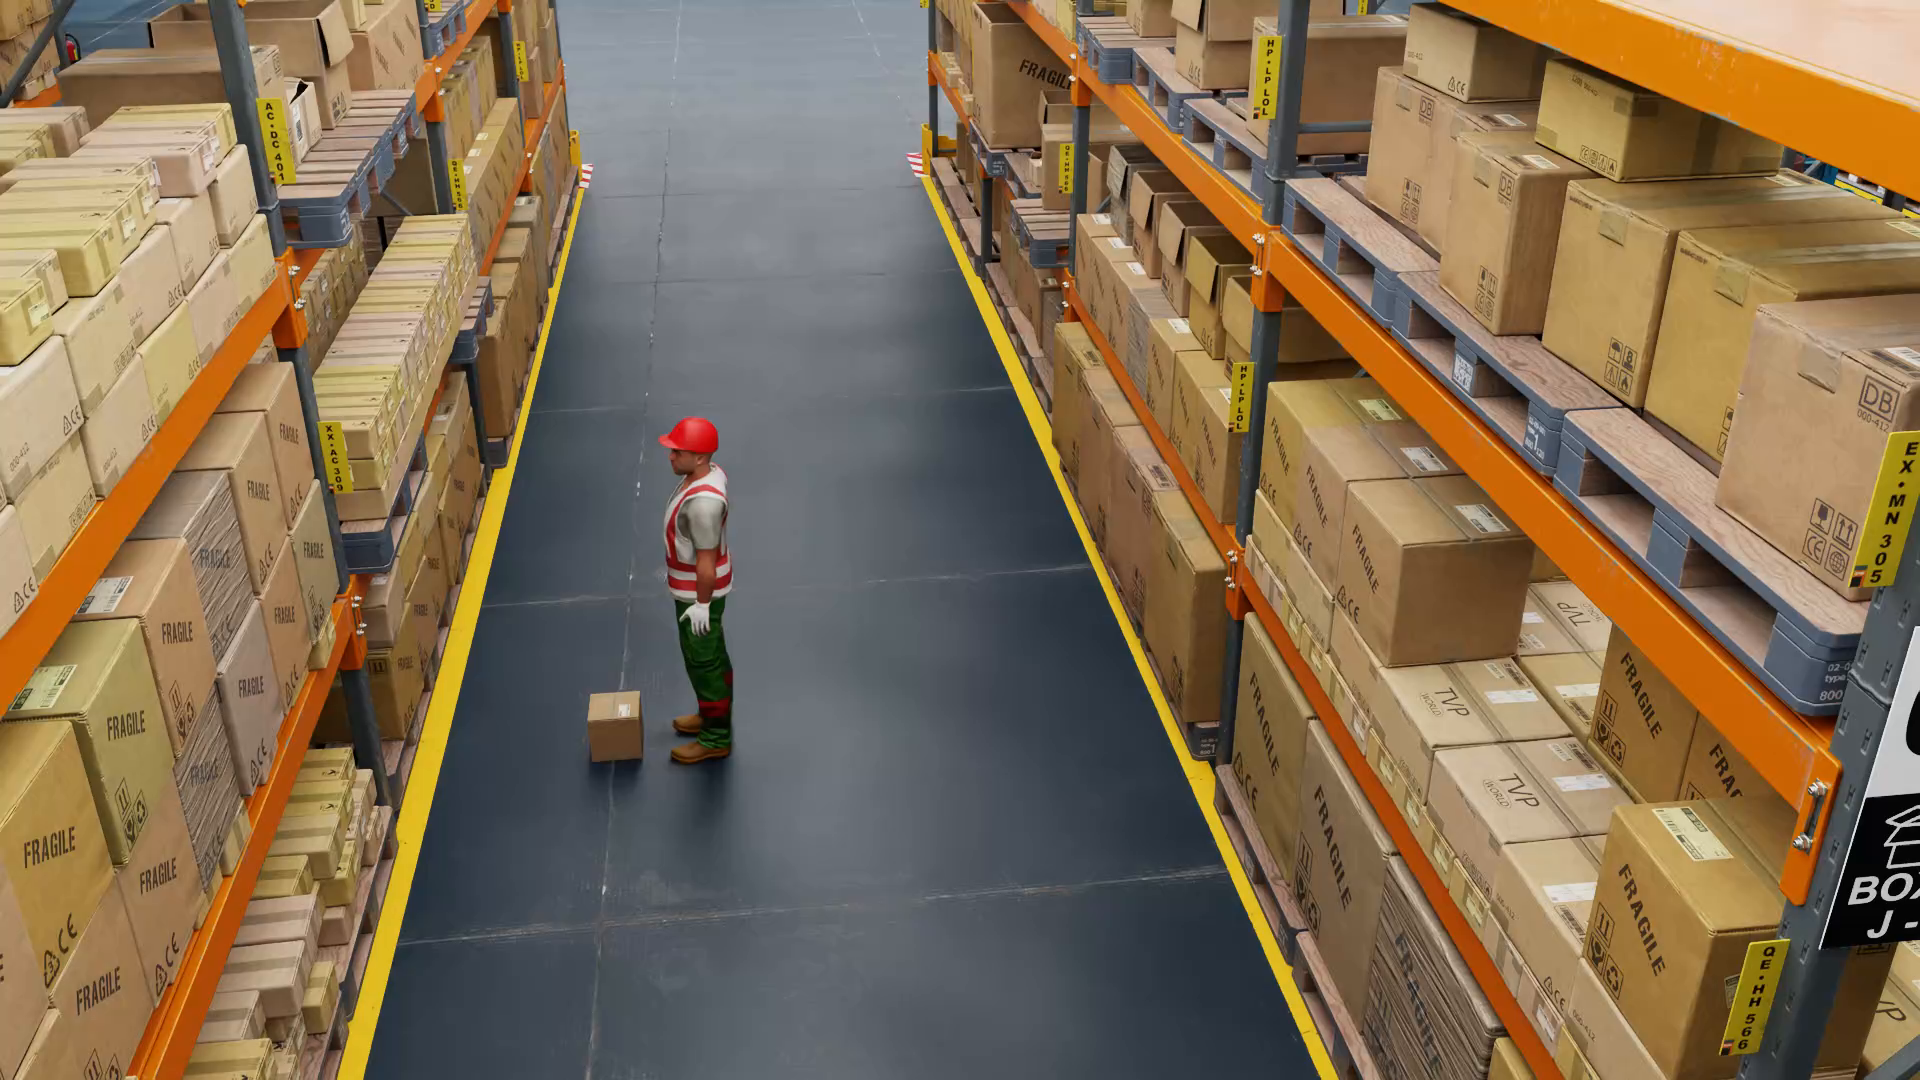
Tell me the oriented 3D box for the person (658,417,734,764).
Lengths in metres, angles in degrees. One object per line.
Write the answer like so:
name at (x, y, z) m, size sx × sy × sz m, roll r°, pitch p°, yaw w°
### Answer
person at (-1.289, 0.235, 8.120) m, size 0.376 × 1.793 × 0.526 m, roll -3°, pitch 27°, yaw -6°
